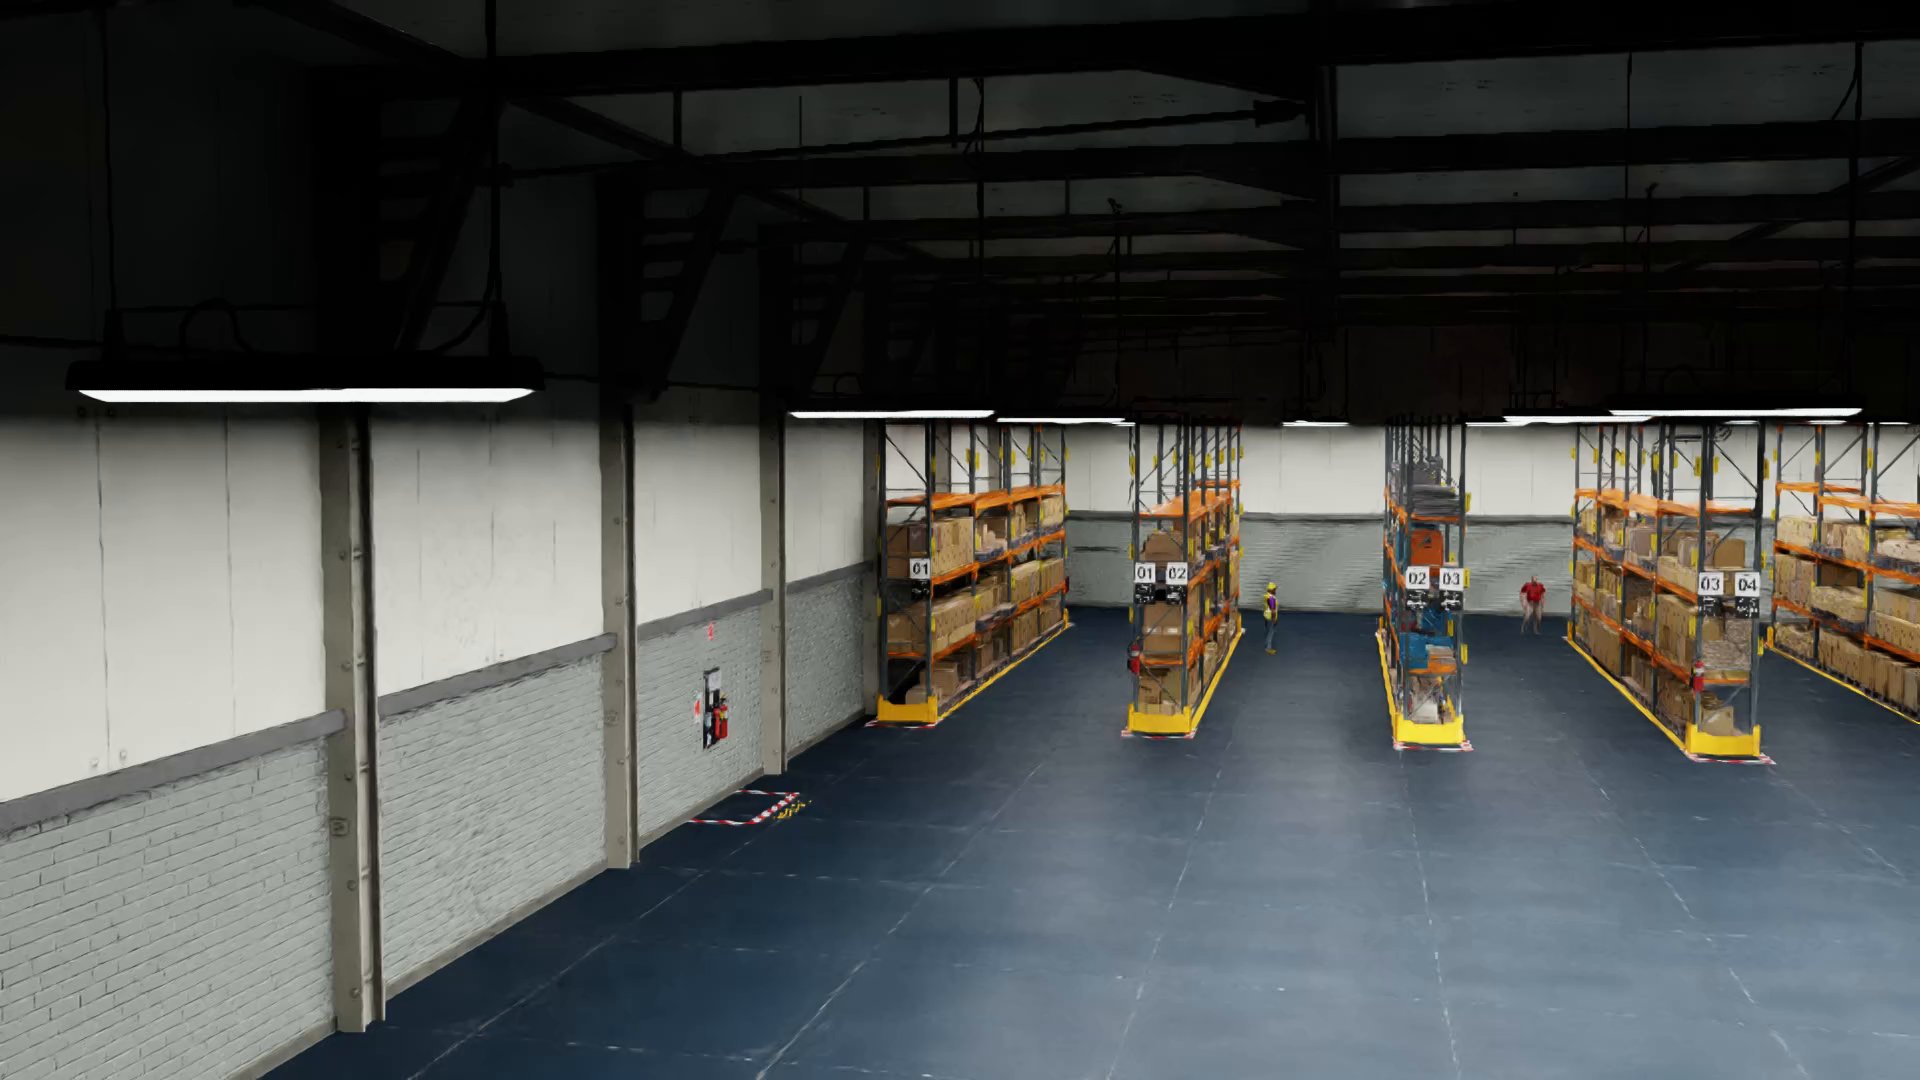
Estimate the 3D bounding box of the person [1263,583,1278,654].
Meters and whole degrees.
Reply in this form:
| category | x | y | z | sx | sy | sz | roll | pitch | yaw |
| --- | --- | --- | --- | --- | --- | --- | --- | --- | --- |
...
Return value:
| category | x | y | z | sx | sy | sz | roll | pitch | yaw |
| --- | --- | --- | --- | --- | --- | --- | --- | --- | --- |
| person | 7.897 | 1.968 | 42.152 | 0.397 | 1.766 | 0.663 | 0 | 4 | -3 |

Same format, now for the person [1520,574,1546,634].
| category | x | y | z | sx | sy | sz | roll | pitch | yaw |
| --- | --- | --- | --- | --- | --- | --- | --- | --- | --- |
| person | 15.891 | 1.771 | 46.137 | 0.682 | 1.676 | 0.535 | 1 | 4 | 12 |
